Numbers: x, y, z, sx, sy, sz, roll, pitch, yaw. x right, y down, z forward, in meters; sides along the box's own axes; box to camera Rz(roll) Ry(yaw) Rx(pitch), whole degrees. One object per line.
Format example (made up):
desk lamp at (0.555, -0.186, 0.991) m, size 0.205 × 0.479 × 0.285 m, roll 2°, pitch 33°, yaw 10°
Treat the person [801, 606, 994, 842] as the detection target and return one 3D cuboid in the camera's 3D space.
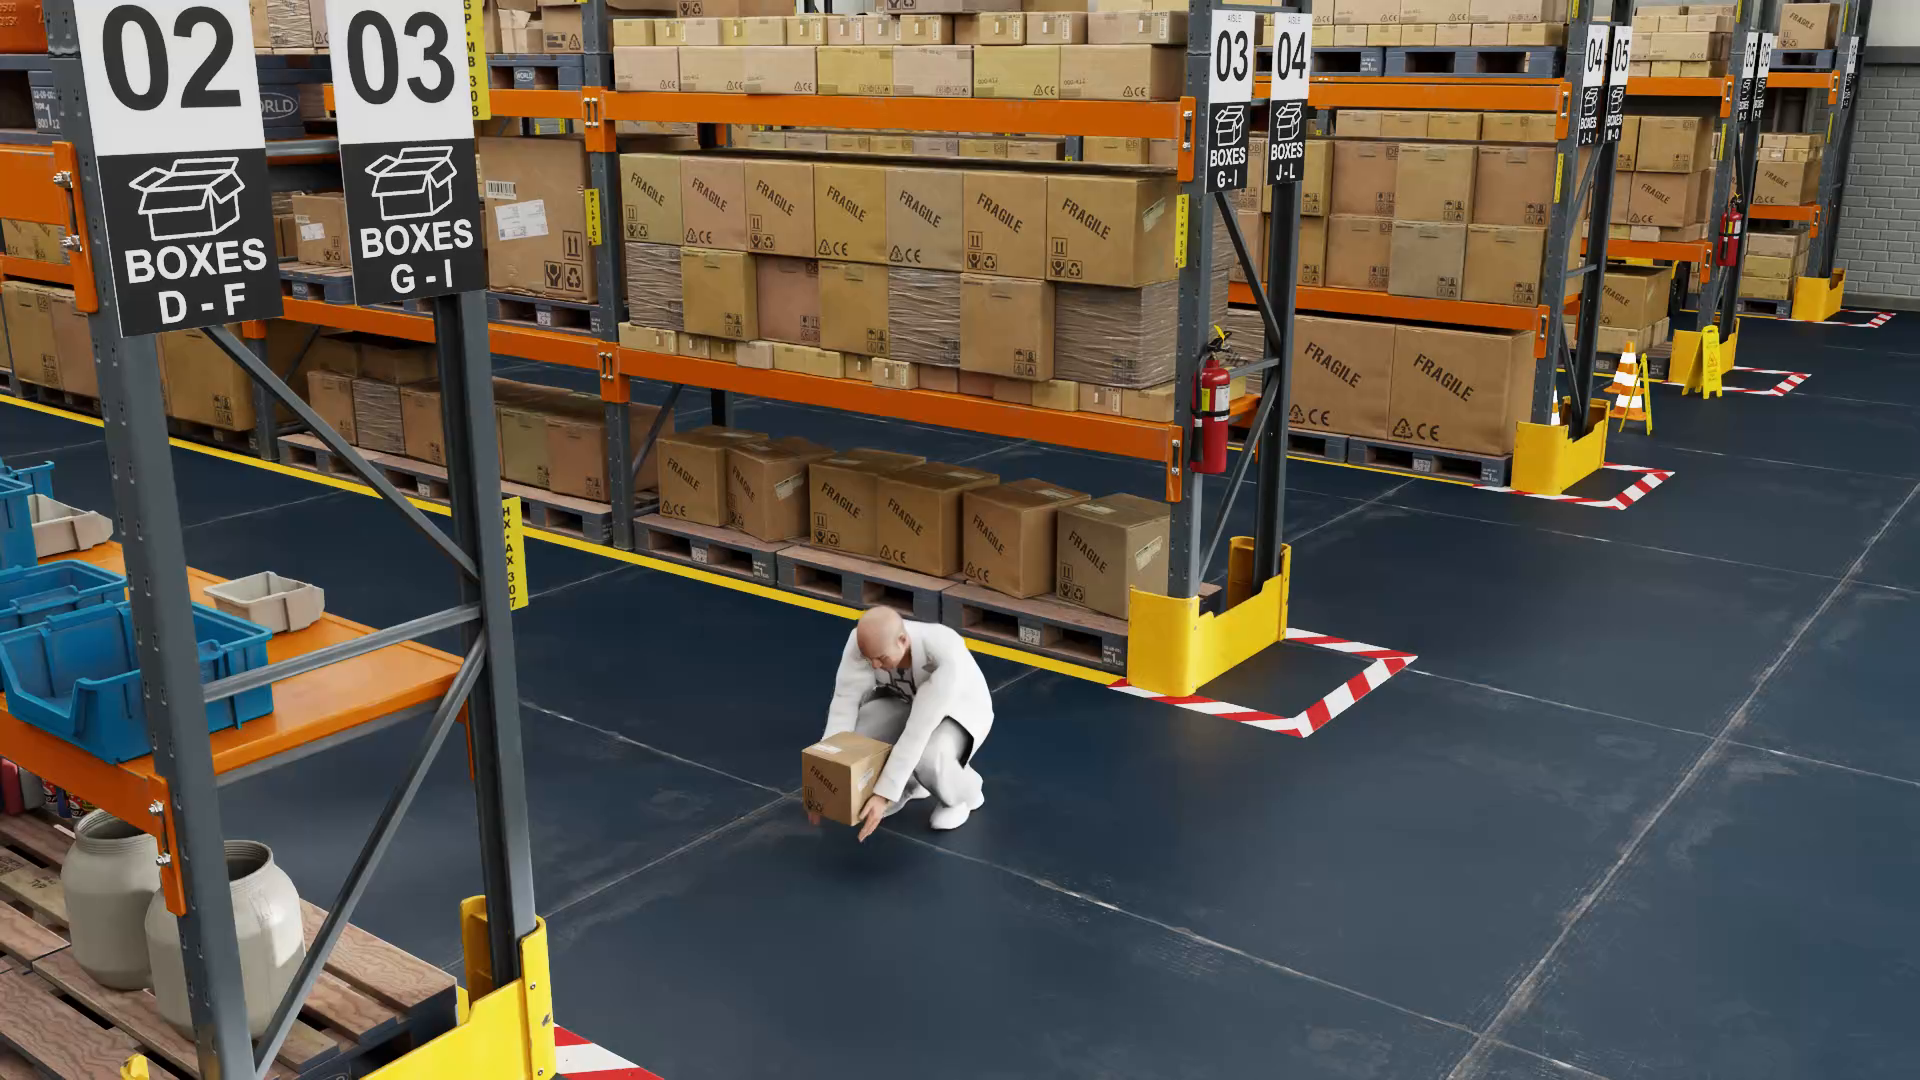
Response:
person at (-0.219, 0.676, 6.648) m, size 0.585 × 1.002 × 0.920 m, roll 11°, pitch 20°, yaw 34°
